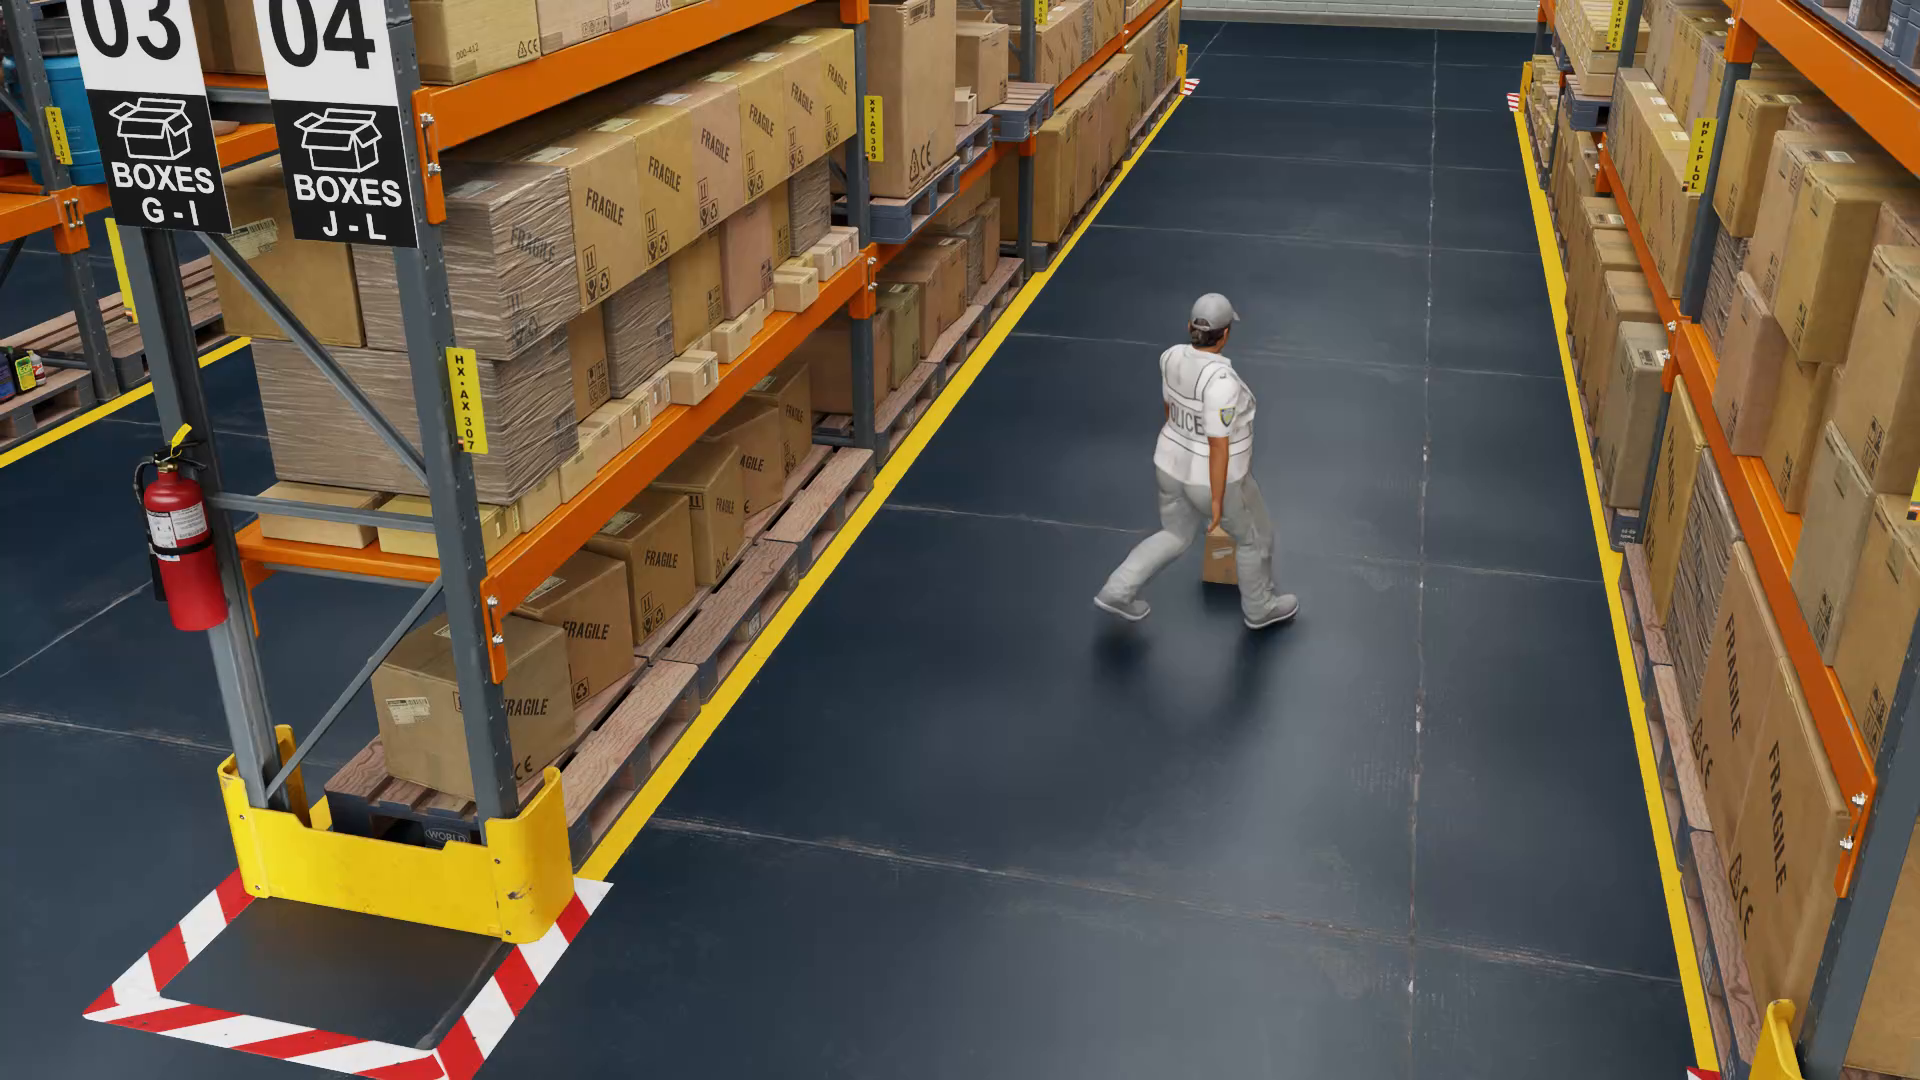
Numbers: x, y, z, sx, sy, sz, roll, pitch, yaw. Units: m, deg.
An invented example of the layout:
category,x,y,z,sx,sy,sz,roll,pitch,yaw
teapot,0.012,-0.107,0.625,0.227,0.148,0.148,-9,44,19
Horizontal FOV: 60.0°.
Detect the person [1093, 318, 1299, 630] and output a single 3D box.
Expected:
category,x,y,z,sx,sy,sz,roll,pitch,yaw
person,1.108,-0.310,7.331,0.965,1.576,0.493,-14,29,-27
